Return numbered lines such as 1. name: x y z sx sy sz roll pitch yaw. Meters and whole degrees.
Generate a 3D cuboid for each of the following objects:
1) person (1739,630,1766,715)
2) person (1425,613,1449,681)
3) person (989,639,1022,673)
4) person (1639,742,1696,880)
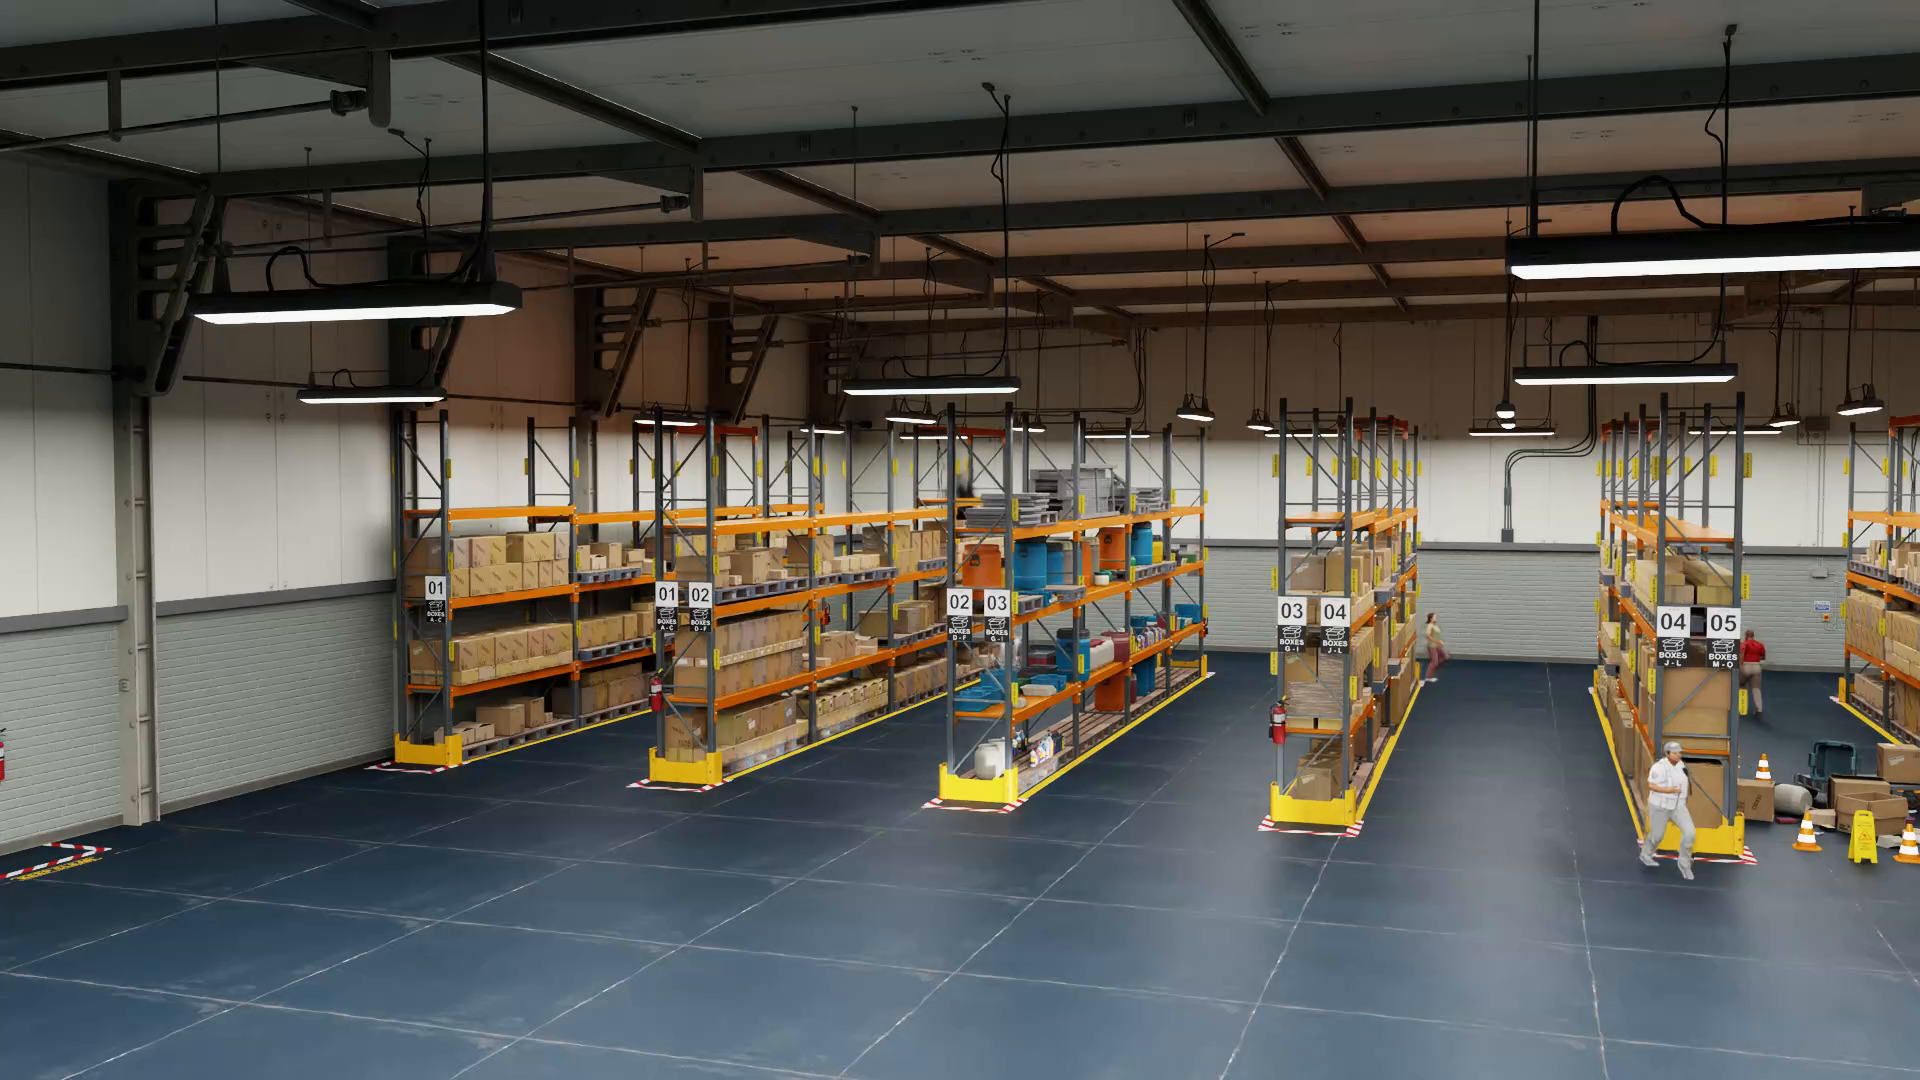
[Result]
1. person: 16.015 2.709 33.687 0.600 1.785 0.853 0 2 9
2. person: 11.186 2.518 39.106 0.537 1.621 0.571 2 3 40
3. person: 0.988 2.689 35.449 0.716 1.591 0.819 0 2 -2
4. person: 8.717 3.318 20.506 0.624 1.711 0.805 -1 3 -13
